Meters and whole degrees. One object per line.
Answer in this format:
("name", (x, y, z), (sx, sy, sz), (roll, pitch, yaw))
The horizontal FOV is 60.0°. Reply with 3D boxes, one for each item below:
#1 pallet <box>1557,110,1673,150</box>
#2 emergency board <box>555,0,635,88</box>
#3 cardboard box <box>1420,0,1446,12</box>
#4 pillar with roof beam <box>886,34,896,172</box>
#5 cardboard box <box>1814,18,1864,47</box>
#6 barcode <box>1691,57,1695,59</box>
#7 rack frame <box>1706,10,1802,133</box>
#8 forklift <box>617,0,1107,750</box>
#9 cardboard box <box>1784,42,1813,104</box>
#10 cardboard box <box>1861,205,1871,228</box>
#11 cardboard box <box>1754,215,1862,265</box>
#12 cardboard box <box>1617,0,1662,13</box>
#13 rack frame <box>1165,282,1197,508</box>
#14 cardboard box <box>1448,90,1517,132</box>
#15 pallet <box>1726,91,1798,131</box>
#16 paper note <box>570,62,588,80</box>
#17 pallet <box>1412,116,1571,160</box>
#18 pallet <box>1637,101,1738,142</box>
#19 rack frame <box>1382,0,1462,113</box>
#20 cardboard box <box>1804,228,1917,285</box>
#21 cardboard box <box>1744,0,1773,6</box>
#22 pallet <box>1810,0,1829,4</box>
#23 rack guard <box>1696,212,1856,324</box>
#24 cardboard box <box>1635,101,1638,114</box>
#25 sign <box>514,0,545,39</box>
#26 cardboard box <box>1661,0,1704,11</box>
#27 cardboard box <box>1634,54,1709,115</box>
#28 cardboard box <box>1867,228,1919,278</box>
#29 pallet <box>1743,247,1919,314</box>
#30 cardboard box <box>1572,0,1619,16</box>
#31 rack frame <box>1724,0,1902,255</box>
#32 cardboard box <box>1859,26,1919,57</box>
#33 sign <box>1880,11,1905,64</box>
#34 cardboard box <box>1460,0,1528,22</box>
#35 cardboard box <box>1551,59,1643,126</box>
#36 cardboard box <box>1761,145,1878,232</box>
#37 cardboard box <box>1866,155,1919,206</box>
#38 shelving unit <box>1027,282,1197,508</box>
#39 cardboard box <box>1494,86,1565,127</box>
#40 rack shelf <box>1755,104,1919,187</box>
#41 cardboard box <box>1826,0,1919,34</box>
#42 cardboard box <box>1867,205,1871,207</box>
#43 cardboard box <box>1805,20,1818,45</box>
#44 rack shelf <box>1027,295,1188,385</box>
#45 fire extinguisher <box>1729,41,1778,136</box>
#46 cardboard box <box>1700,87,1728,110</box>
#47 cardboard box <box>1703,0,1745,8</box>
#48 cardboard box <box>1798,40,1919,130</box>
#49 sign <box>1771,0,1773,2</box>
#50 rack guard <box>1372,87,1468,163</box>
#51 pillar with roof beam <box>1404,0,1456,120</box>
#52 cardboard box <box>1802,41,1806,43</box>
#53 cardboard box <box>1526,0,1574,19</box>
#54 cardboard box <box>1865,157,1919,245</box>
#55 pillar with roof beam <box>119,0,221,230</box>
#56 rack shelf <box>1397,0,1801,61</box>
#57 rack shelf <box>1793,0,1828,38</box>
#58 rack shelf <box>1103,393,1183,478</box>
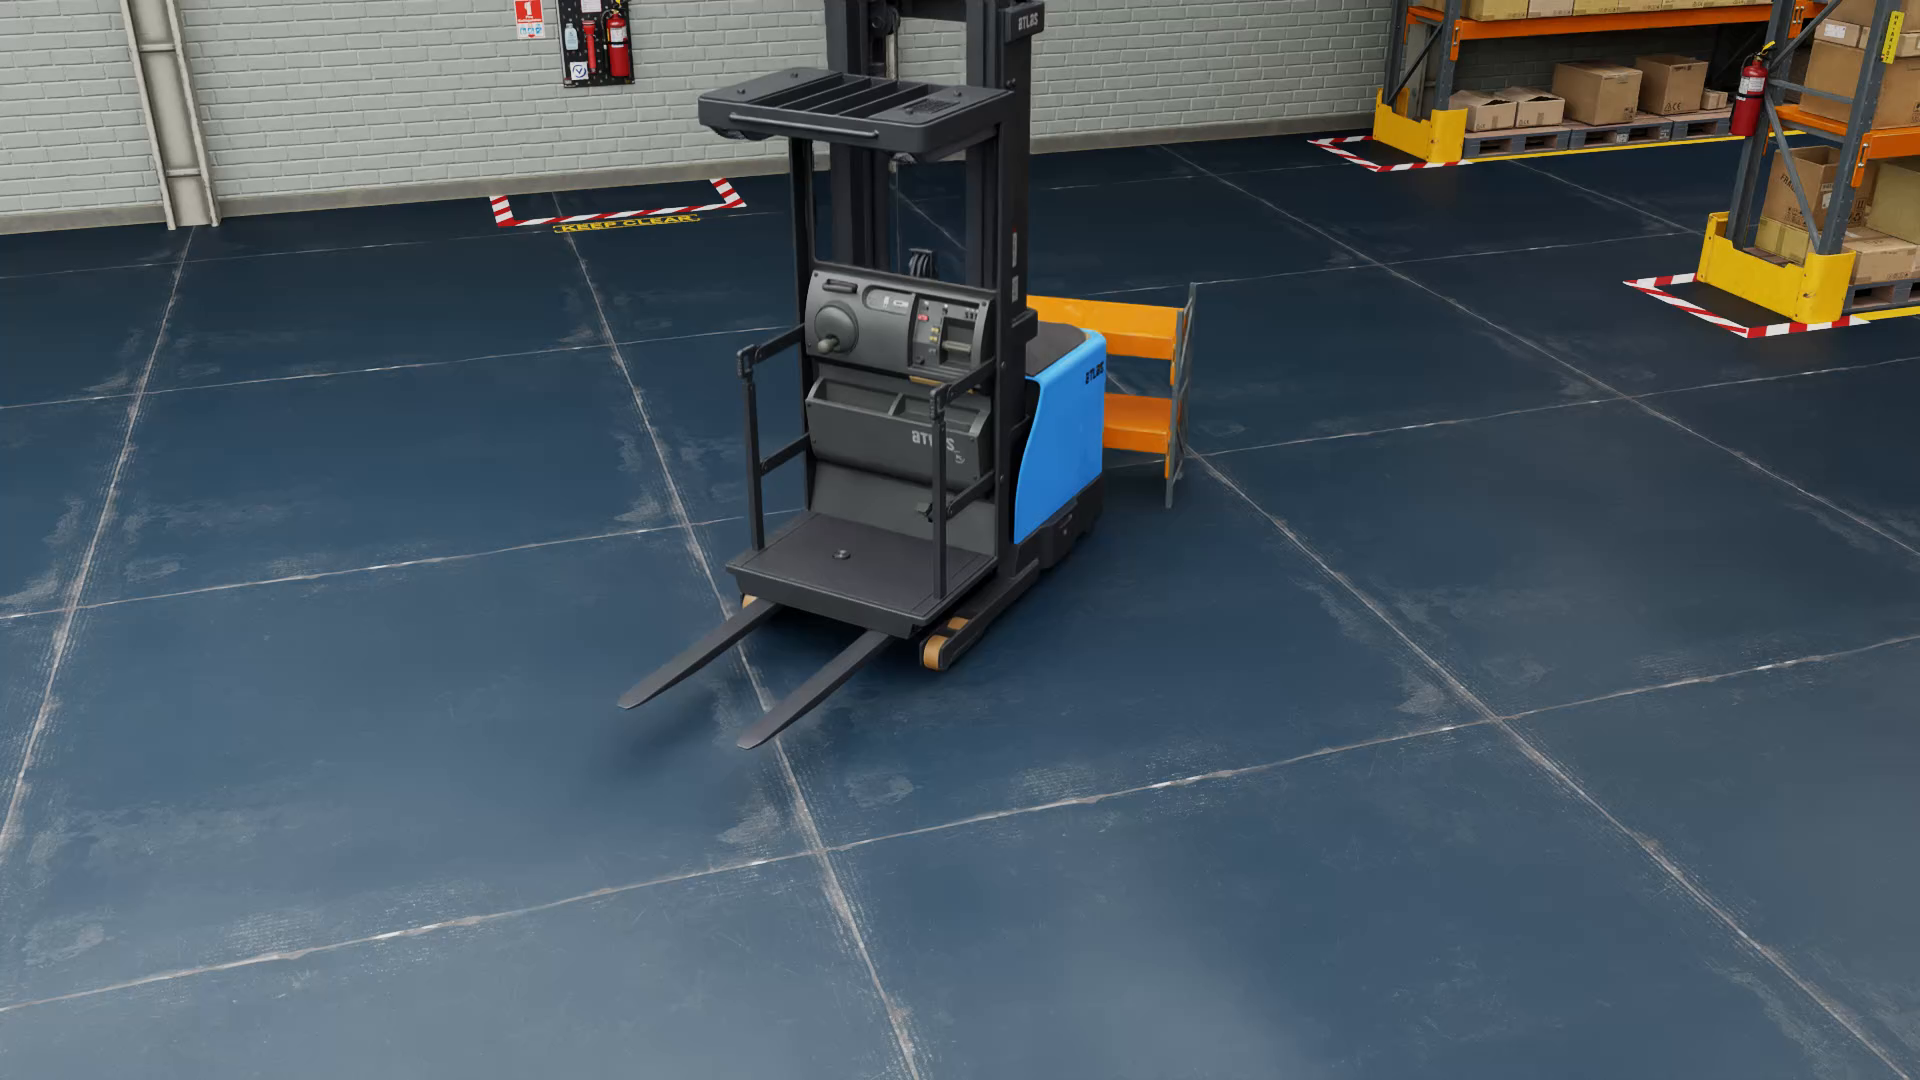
("pallet", (6.494, -4.265, 17.104), (1.213, 0.211, 1.003), (-8, 28, -16))
("emergency board", (-3.188, -4.552, 14.546), (0.643, 1.169, 0.194), (-8, 28, -16))
("cardboard box", (4.865, -5.329, 16.256), (0.500, 0.250, 0.500), (-8, 27, -15))
("pillar with roof beam", (0.506, -5.743, 10.199), (0.400, 9.000, 9.100), (-8, 28, -16))
("cardboard box", (6.322, -3.615, 11.816), (0.250, 0.149, 0.380), (-9, 28, -17))
("barcode", (7.696, -5.039, 17.483), (0.075, 0.075, 0.001), (-8, 28, -16))
("rack frame", (8.284, -5.791, 17.042), (0.127, 3.000, 1.000), (-8, 28, -16))
("forklift", (-0.393, -0.945, 7.358), (1.130, 2.935, 3.031), (14, 30, 26))
("cardboard box", (8.979, -4.977, 17.718), (0.500, 0.500, 0.700), (-7, 27, -14))
("cardboard box", (6.908, -2.376, 12.782), (0.500, 0.250, 0.500), (-8, 28, -16))
("cardboard box", (6.437, -2.302, 12.633), (0.500, 0.250, 0.500), (-8, 28, -16))
("cardboard box", (6.500, -5.329, 16.257), (0.500, 0.250, 0.500), (-8, 28, -16))
("rack frame", (1.205, -0.788, 9.072), (0.032, 1.125, 0.500), (7, 27, 14))
("cardboard box", (5.166, -4.290, 16.548), (0.500, 0.311, 0.500), (-12, 29, -22))
("pallet", (9.024, -4.650, 17.879), (1.213, 0.211, 1.003), (-8, 28, -16))
("paper note", (-3.378, -4.162, 14.752), (0.142, 0.148, 0.016), (-8, 28, -16))
("pallet", (5.336, -4.099, 16.769), (1.213, 0.211, 1.003), (-8, 28, -16))
("pallet", (7.656, -4.435, 17.446), (1.213, 0.211, 1.003), (-8, 28, -16))
("rack frame", (4.481, -5.240, 15.932), (0.127, 3.000, 1.000), (-8, 28, -16))
("cardboard box", (6.597, -2.083, 12.192), (0.500, 0.250, 0.500), (-8, 28, -16))
("cardboard box", (7.927, -5.540, 16.681), (0.500, 0.250, 0.500), (-8, 28, -16))
("pallet", (9.056, -5.749, 17.173), (1.213, 0.211, 1.003), (-8, 28, -16))
("rack guard", (5.995, -2.024, 12.264), (0.348, 0.500, 1.175), (-8, 28, -16))
("cardboard box", (6.757, -4.500, 17.151), (0.250, 0.149, 0.380), (-11, 28, -20))
("sign", (-3.746, -4.536, 14.473), (0.234, 0.329, 0.001), (-8, 28, -16))
("cardboard box", (6.978, -5.399, 16.397), (0.500, 0.250, 0.500), (-8, 28, -16))
("cardboard box", (7.309, -4.709, 17.178), (0.500, 0.500, 0.500), (-10, 28, -20))
("cardboard box", (7.071, -2.153, 12.334), (0.500, 0.250, 0.500), (-8, 28, -16))
("pallet", (6.732, -2.021, 12.582), (1.213, 0.211, 1.003), (-8, 28, -16))
("cardboard box", (6.018, -5.260, 16.119), (0.500, 0.250, 0.500), (-9, 28, -17))
("rack frame", (6.018, -3.146, 11.715), (0.127, 3.000, 1.000), (-8, 28, -16))
("cardboard box", (6.458, -3.445, 11.474), (0.250, 0.149, 0.380), (-8, 28, -16))
("sign", (6.184, -3.334, 11.030), (0.005, 0.325, 0.100), (-8, 28, -16))
("cardboard box", (5.043, -5.115, 15.826), (0.500, 0.250, 0.500), (-9, 28, -18))
("cardboard box", (6.421, -4.533, 16.825), (0.500, 0.500, 0.700), (-10, 28, -19))
("cardboard box", (6.436, -2.639, 12.468), (0.500, 0.500, 0.500), (-8, 28, -16))
("cardboard box", (7.382, -2.782, 12.758), (0.500, 0.500, 0.500), (-8, 28, -16))
("shelving unit", (0.715, -0.848, 9.192), (1.048, 1.125, 0.538), (7, 27, 14))
("cardboard box", (5.708, -4.369, 16.706), (0.500, 0.311, 0.500), (-6, 27, -12))
("rack shelf", (7.920, -3.100, 12.429), (4.000, 0.370, 1.077), (-8, 28, -16))
("cardboard box", (6.516, -3.838, 11.537), (0.500, 0.500, 0.700), (-8, 28, -16))
("cardboard box", (7.383, -2.445, 12.922), (0.500, 0.250, 0.500), (-8, 28, -16))
("cardboard box", (9.396, -5.375, 17.677), (0.500, 0.250, 0.500), (-9, 28, -17))
("rack shelf", (0.715, -1.110, 9.062), (1.000, 0.278, 0.538), (7, 27, 14))
("fire extinguisher", (5.762, -3.292, 12.095), (0.183, 0.674, 0.296), (-8, 28, -16))
("cardboard box", (7.784, -4.633, 17.400), (0.250, 0.166, 0.380), (-12, 29, -23))
("cardboard box", (7.451, -5.474, 16.550), (0.500, 0.250, 0.500), (-8, 28, -16))
("cardboard box", (6.466, -3.250, 11.811), (0.500, 0.500, 0.700), (-8, 28, -16))
("sign", (5.863, -4.002, 11.870), (0.005, 0.325, 0.100), (-8, 28, -16))
("rack guard", (4.553, -4.131, 16.509), (0.348, 0.500, 1.175), (-8, 28, -16))
("pillar with roof beam", (6.211, -6.569, 11.863), (0.400, 9.000, 9.100), (-8, 28, -16))
("cardboard box", (9.454, -5.069, 17.904), (0.500, 0.500, 0.700), (-9, 28, -17))
("cardboard box", (5.532, -5.193, 15.982), (0.500, 0.250, 0.500), (-9, 28, -18))
("cardboard box", (7.072, -2.488, 12.165), (0.500, 0.500, 0.500), (-8, 28, -16))
("pillar with roof beam", (-5.199, -4.917, 8.534), (0.400, 9.000, 9.100), (-8, 28, -16))
("rack shelf", (6.382, -5.194, 16.647), (4.000, 0.370, 1.077), (-8, 28, -16))
("rack shelf", (10.186, -5.744, 17.757), (4.000, 0.370, 1.077), (-8, 28, -16))
("rack shelf", (0.715, -0.629, 9.301), (1.000, 0.278, 0.538), (7, 27, 14))
